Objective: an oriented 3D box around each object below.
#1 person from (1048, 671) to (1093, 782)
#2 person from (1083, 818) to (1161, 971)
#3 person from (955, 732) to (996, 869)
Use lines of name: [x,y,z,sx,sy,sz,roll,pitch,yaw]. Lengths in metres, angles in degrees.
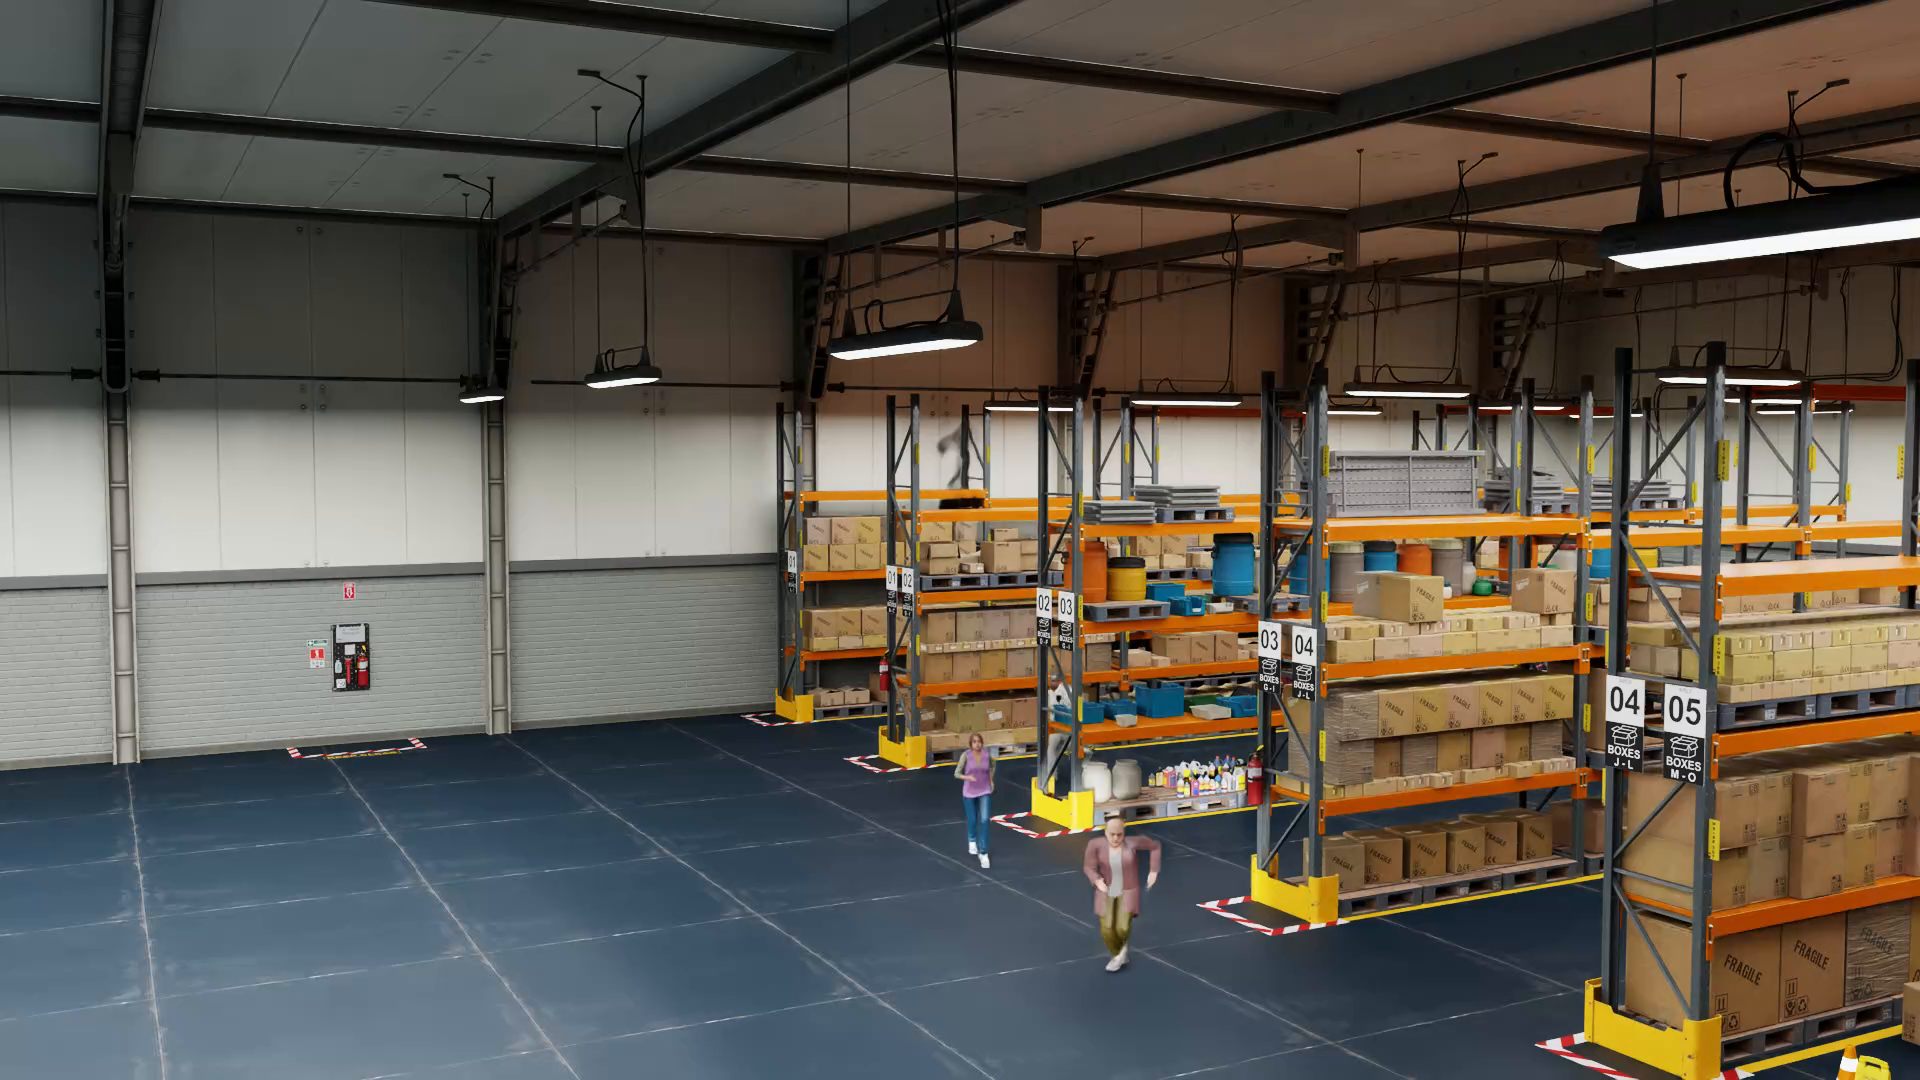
person: [1.627,2.871,25.602,1.036,1.777,0.663,-3,4,-42]
person: [1.569,3.450,16.121,0.738,1.606,0.905,1,3,11]
person: [0.193,3.184,20.647,0.531,1.629,0.754,0,3,-3]
